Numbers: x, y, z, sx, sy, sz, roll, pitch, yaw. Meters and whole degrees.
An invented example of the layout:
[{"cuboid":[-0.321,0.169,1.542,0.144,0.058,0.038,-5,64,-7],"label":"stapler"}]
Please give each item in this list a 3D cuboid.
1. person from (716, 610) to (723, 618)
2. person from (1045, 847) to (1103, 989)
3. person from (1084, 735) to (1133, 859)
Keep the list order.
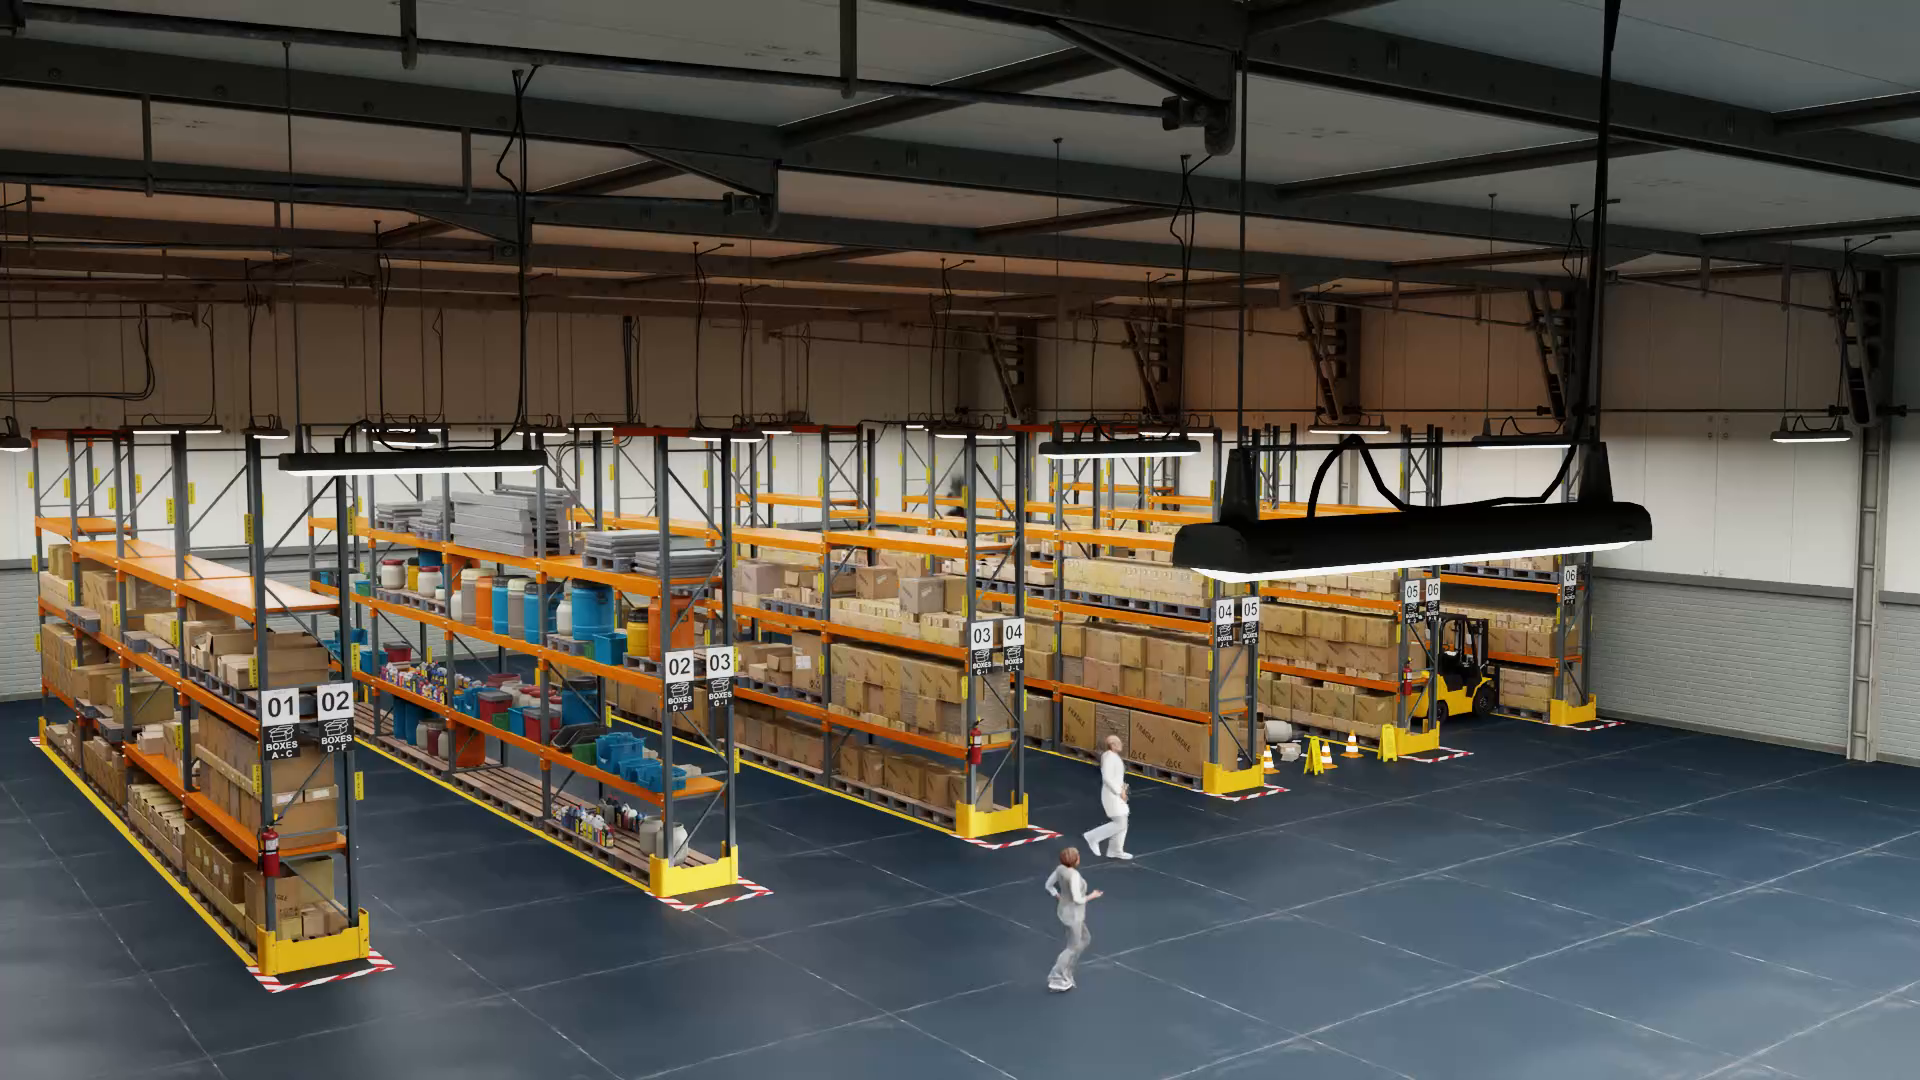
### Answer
[{"cuboid":[-6.021,2.254,40.756,0.648,1.820,0.713,2,5,23],"label":"person"},{"cuboid":[1.240,4.113,18.104,0.614,1.593,0.516,-1,5,-15],"label":"person"},{"cuboid":[2.096,3.625,23.460,0.697,1.756,0.737,0,4,3],"label":"person"}]
